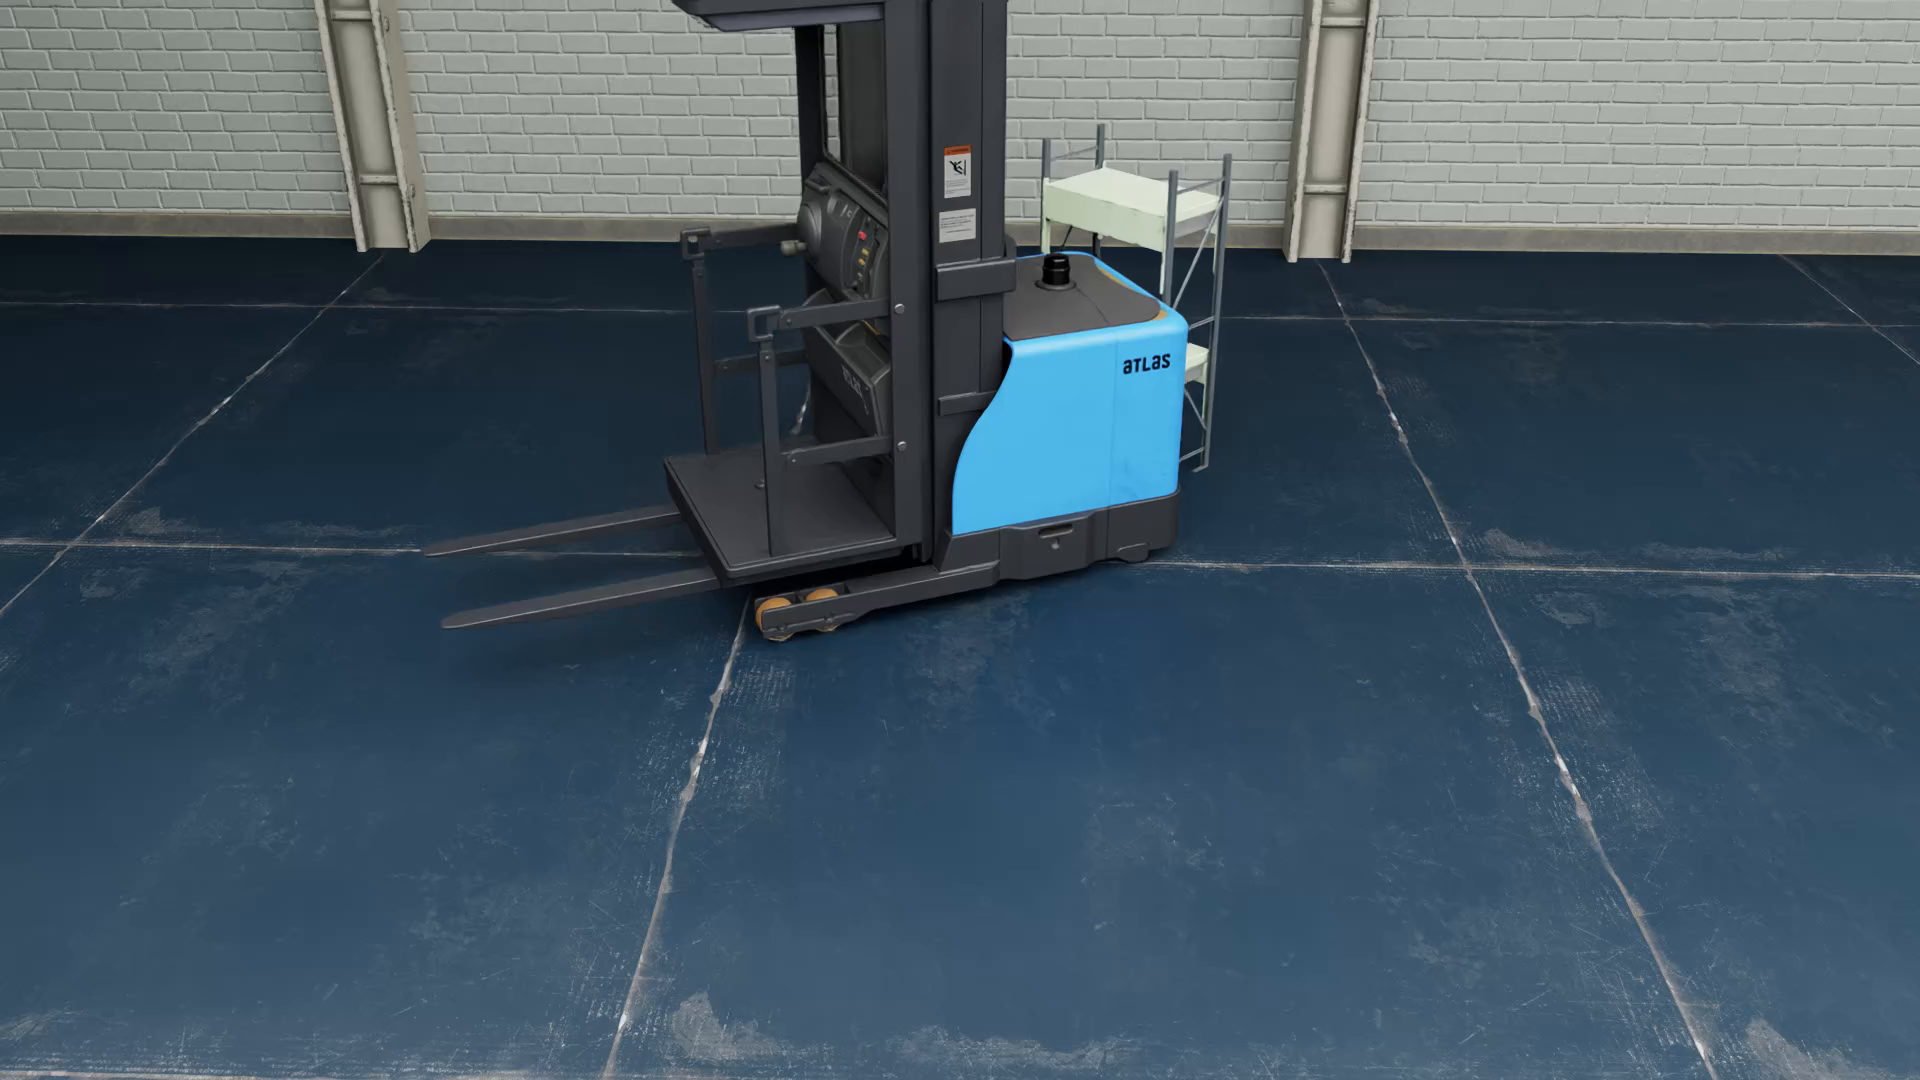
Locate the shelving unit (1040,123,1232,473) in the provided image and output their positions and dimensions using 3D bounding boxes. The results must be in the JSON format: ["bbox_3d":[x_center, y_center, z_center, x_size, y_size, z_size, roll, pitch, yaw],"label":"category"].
[{"bbox_3d":[0.774,-1.071,7.670,0.431,1.500,0.755,-24,36,-38],"label":"shelving unit"}]

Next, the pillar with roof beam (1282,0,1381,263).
[{"bbox_3d":[2.140,-3.800,4.811,0.400,9.000,9.100,1,28,2],"label":"pillar with roof beam"}]

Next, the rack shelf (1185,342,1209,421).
[{"bbox_3d":[0.774,-0.783,7.822,0.431,0.370,0.720,-24,36,-38],"label":"rack shelf"}]

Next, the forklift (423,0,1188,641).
[{"bbox_3d":[-0.638,-1.181,6.348,3.031,2.935,1.130,-11,30,-19],"label":"forklift"}]

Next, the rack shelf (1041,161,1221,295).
[{"bbox_3d":[0.774,-1.416,7.487,0.431,0.370,0.720,-24,36,-38],"label":"rack shelf"}]

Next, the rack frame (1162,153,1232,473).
[{"bbox_3d":[1.029,-0.948,7.437,0.400,1.500,0.023,-24,36,-38],"label":"rack frame"}]

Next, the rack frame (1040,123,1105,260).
[{"bbox_3d":[0.519,-1.194,7.902,0.400,1.500,0.023,-24,36,-38],"label":"rack frame"}]

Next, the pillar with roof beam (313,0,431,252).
[{"bbox_3d":[-3.856,-3.899,4.998,0.400,9.000,9.100,1,28,2],"label":"pillar with roof beam"}]
